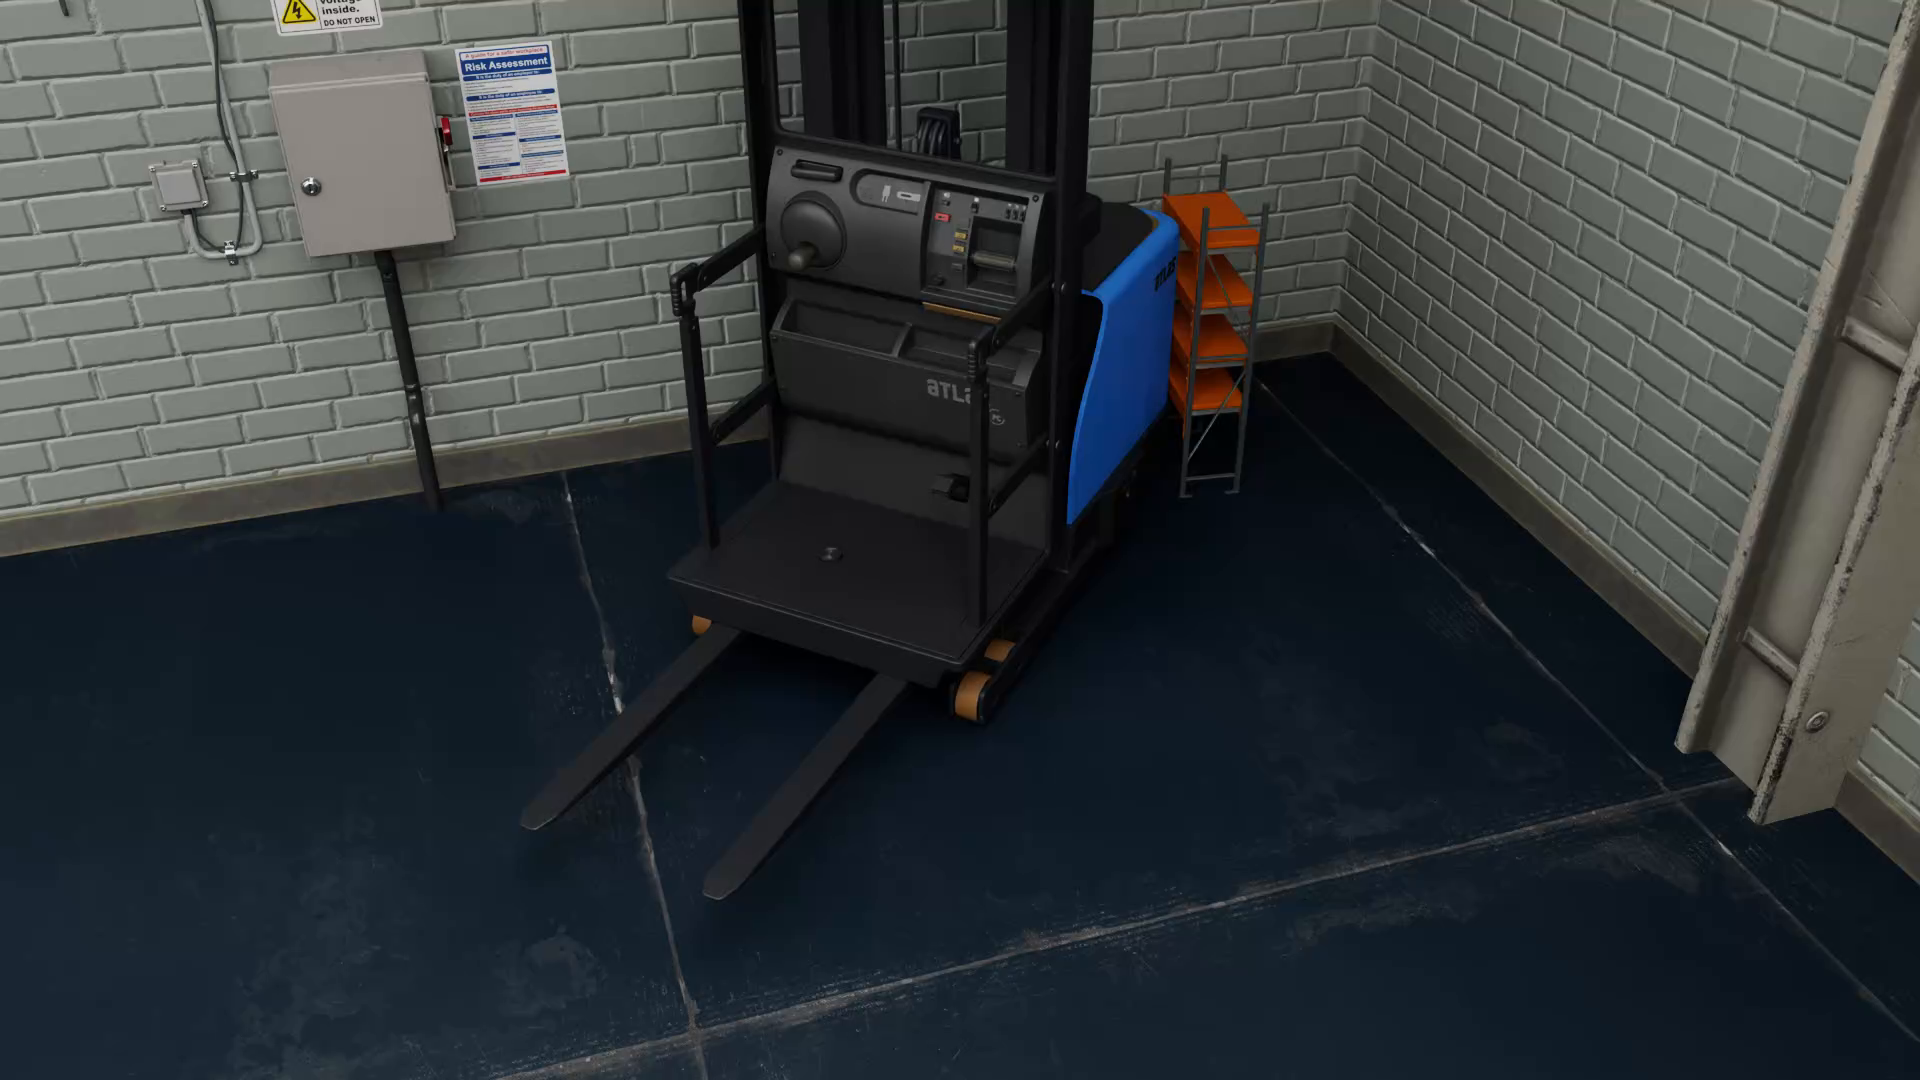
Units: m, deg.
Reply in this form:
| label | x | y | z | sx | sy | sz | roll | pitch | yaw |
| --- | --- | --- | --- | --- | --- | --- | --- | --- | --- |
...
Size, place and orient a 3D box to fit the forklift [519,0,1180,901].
| label | x | y | z | sx | sy | sz | roll | pitch | yaw |
| --- | --- | --- | --- | --- | --- | --- | --- | --- | --- |
| forklift | -0.273 | -0.913 | 4.973 | 1.130 | 2.935 | 3.031 | 15 | 36 | 21 |

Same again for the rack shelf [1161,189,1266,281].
| label | x | y | z | sx | sy | sz | roll | pitch | yaw |
| --- | --- | --- | --- | --- | --- | --- | --- | --- | --- |
| rack shelf | 0.933 | -1.138 | 6.171 | 0.258 | 0.148 | 0.480 | -5 | 34 | -8 |

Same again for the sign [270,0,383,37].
| label | x | y | z | sx | sy | sz | roll | pitch | yaw |
| --- | --- | --- | --- | --- | --- | --- | --- | --- | --- |
| sign | -2.107 | -1.803 | 5.508 | 0.339 | 0.242 | 0.001 | -10 | 35 | -15 |

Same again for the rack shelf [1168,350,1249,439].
| label | x | y | z | sx | sy | sz | roll | pitch | yaw |
| --- | --- | --- | --- | --- | --- | --- | --- | --- | --- |
| rack shelf | 0.933 | -0.588 | 6.534 | 0.258 | 0.148 | 0.480 | -5 | 34 | -8 |

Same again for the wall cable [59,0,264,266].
| label | x | y | z | sx | sy | sz | roll | pitch | yaw |
| --- | --- | --- | --- | --- | --- | --- | --- | --- | --- |
| wall cable | -2.689 | -1.751 | 5.257 | 0.588 | 1.984 | 0.122 | -10 | 35 | -15 |

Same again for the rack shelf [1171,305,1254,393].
| label | x | y | z | sx | sy | sz | roll | pitch | yaw |
| --- | --- | --- | --- | --- | --- | --- | --- | --- | --- |
| rack shelf | 0.933 | -0.754 | 6.425 | 0.258 | 0.148 | 0.480 | -5 | 34 | -8 |

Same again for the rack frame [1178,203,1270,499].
| label | x | y | z | sx | sy | sz | roll | pitch | yaw |
| --- | --- | --- | --- | --- | --- | --- | --- | --- | --- |
| rack frame | 0.974 | -0.677 | 6.187 | 0.240 | 1.200 | 0.015 | -5 | 34 | -8 |

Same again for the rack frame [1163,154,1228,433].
| label | x | y | z | sx | sy | sz | roll | pitch | yaw |
| --- | --- | --- | --- | --- | --- | --- | --- | --- | --- |
| rack frame | 0.891 | -0.943 | 6.588 | 0.240 | 1.200 | 0.015 | -5 | 34 | -8 |

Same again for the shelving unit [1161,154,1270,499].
| label | x | y | z | sx | sy | sz | roll | pitch | yaw |
| --- | --- | --- | --- | --- | --- | --- | --- | --- | --- |
| shelving unit | 0.933 | -0.810 | 6.388 | 0.258 | 1.200 | 0.503 | -5 | 34 | -8 |

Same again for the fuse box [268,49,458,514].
| label | x | y | z | sx | sy | sz | roll | pitch | yaw |
| --- | --- | --- | --- | --- | --- | --- | --- | --- | --- |
| fuse box | -1.991 | -0.821 | 5.941 | 0.539 | 1.711 | 0.414 | -10 | 35 | -15 |

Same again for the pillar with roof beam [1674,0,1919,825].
| label | x | y | z | sx | sy | sz | roll | pitch | yaw |
| --- | --- | --- | --- | --- | --- | --- | --- | --- | --- |
| pillar with roof beam | -1.632 | -2.308 | 1.581 | 9.100 | 9.000 | 0.400 | -10 | 35 | -15 |

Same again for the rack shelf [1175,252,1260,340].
| label | x | y | z | sx | sy | sz | roll | pitch | yaw |
| --- | --- | --- | --- | --- | --- | --- | --- | --- | --- |
| rack shelf | 0.933 | -0.941 | 6.301 | 0.258 | 0.148 | 0.480 | -5 | 34 | -8 |

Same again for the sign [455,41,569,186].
| label | x | y | z | sx | sy | sz | roll | pitch | yaw |
| --- | --- | --- | --- | --- | --- | --- | --- | --- | --- |
| sign | -1.584 | -1.511 | 5.902 | 0.329 | 0.494 | 0.001 | -10 | 35 | -15 |
